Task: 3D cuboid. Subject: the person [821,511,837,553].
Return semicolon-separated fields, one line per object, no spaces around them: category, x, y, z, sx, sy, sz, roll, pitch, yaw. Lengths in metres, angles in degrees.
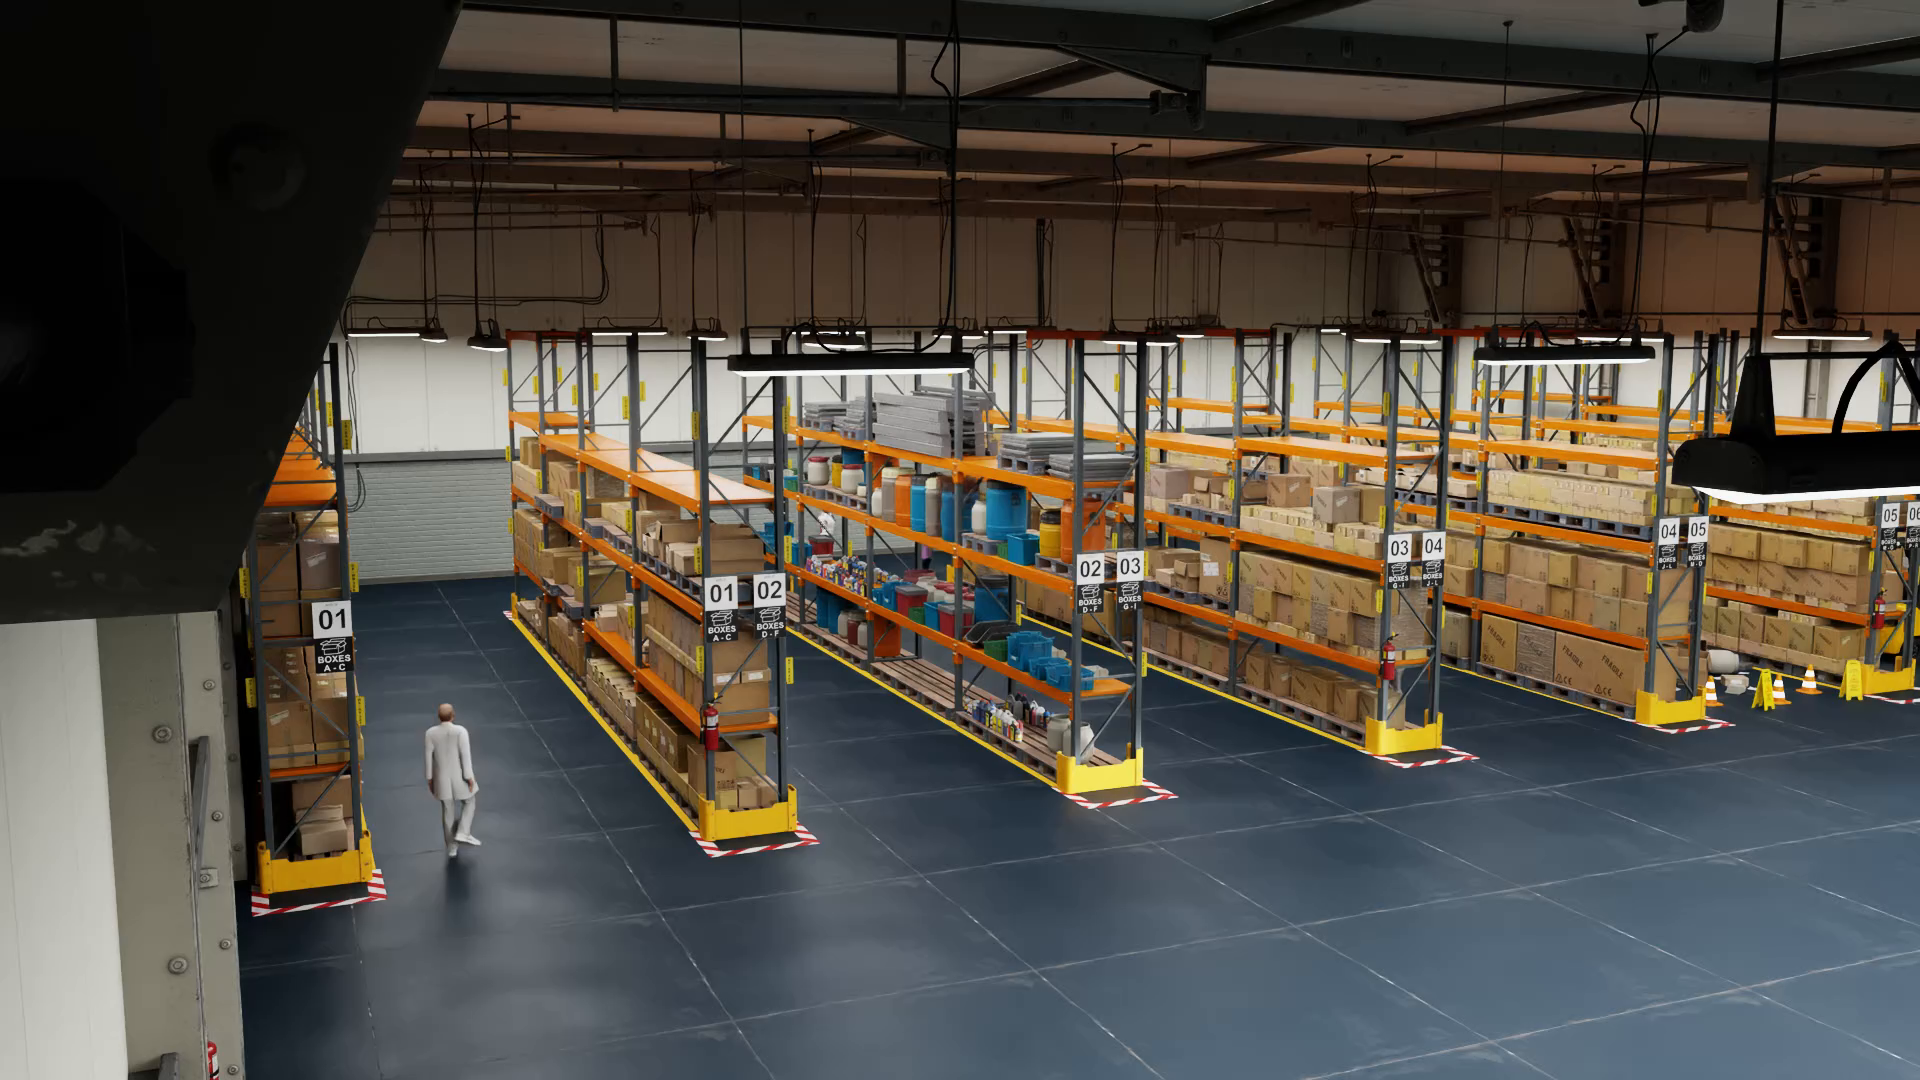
person;-3.315;-0.118;41.206;0.590;1.670;0.450;2;8;17

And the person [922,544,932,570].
person;-0.810;0.439;37.633;0.325;1.633;0.443;5;9;33

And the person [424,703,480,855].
person;-5.983;2.794;19.551;0.607;1.767;0.533;-1;8;-10

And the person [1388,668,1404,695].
person;7.226;1.758;27.305;0.581;1.802;0.623;-3;8;-22
